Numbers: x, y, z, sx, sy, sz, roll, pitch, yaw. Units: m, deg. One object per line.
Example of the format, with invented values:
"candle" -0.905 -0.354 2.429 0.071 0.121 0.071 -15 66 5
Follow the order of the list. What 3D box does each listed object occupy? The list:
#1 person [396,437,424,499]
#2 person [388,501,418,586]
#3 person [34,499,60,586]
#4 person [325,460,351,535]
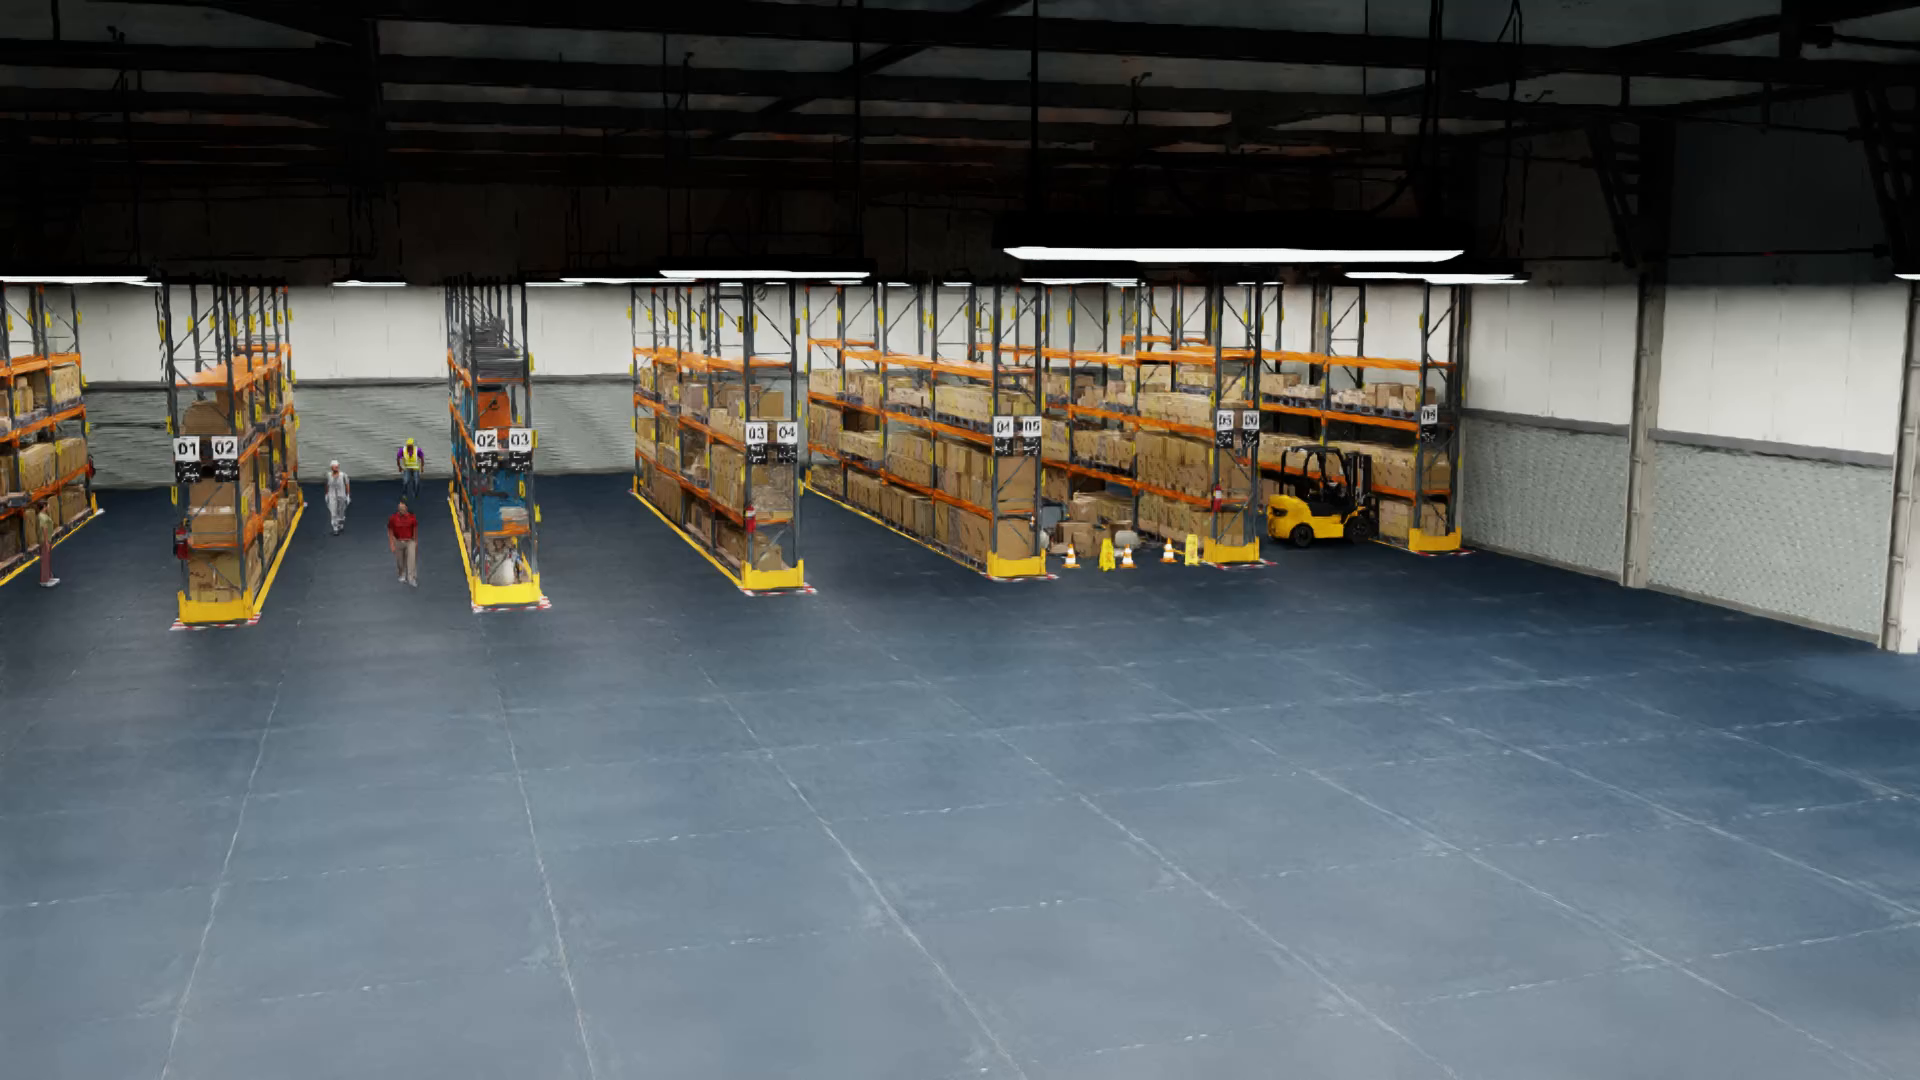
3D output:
"person" -14.985 -1.955 45.376 0.719 1.714 0.578 -3 9 -20
"person" -10.782 0.048 32.206 0.542 1.645 1.126 -3 9 -16
"person" -17.693 0.031 32.220 0.389 1.673 0.556 -6 11 -36
"person" -14.614 -1.017 39.047 0.564 1.736 1.044 -3 9 -20
